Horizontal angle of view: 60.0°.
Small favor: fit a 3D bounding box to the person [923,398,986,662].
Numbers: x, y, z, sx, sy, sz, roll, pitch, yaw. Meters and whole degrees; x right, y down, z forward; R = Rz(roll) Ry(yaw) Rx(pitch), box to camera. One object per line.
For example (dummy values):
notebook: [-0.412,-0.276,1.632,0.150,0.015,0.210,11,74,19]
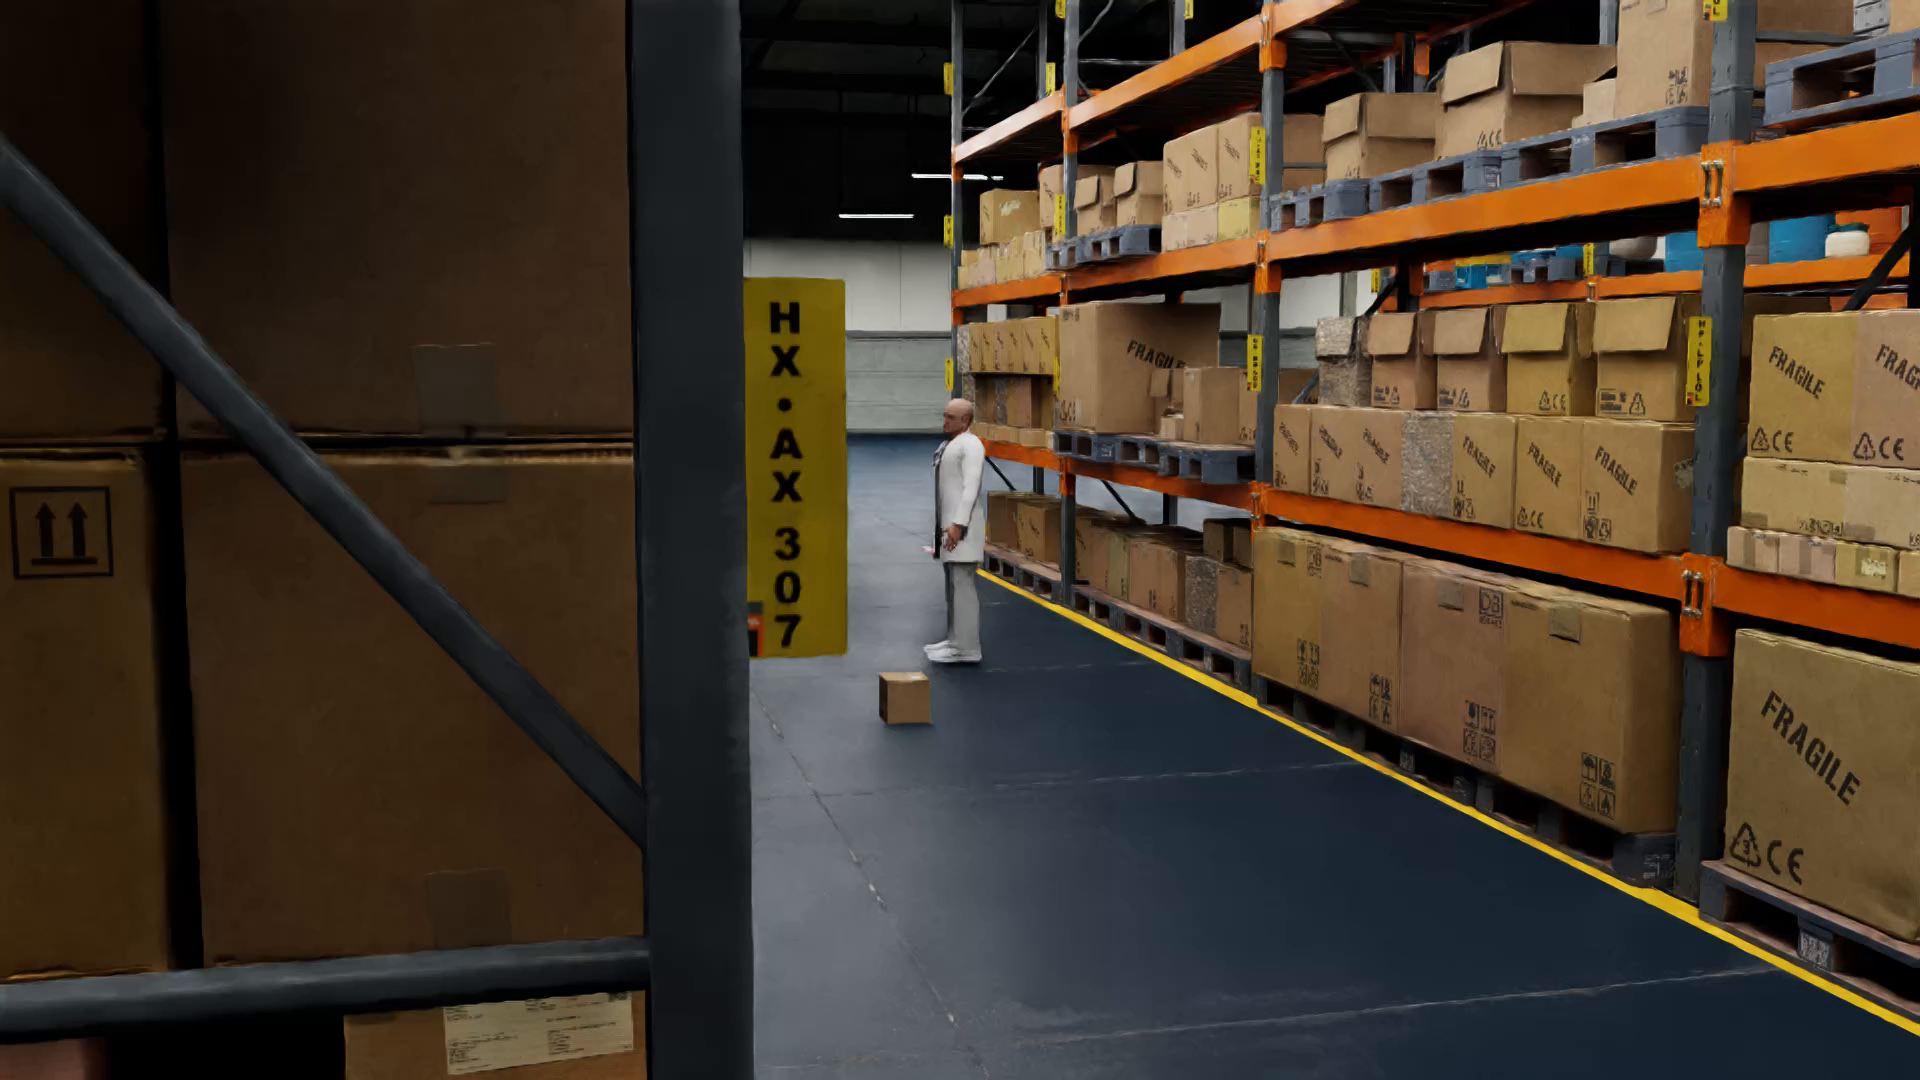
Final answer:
person: [-0.044,-0.069,11.303,0.423,1.785,0.623,-2,6,-17]
